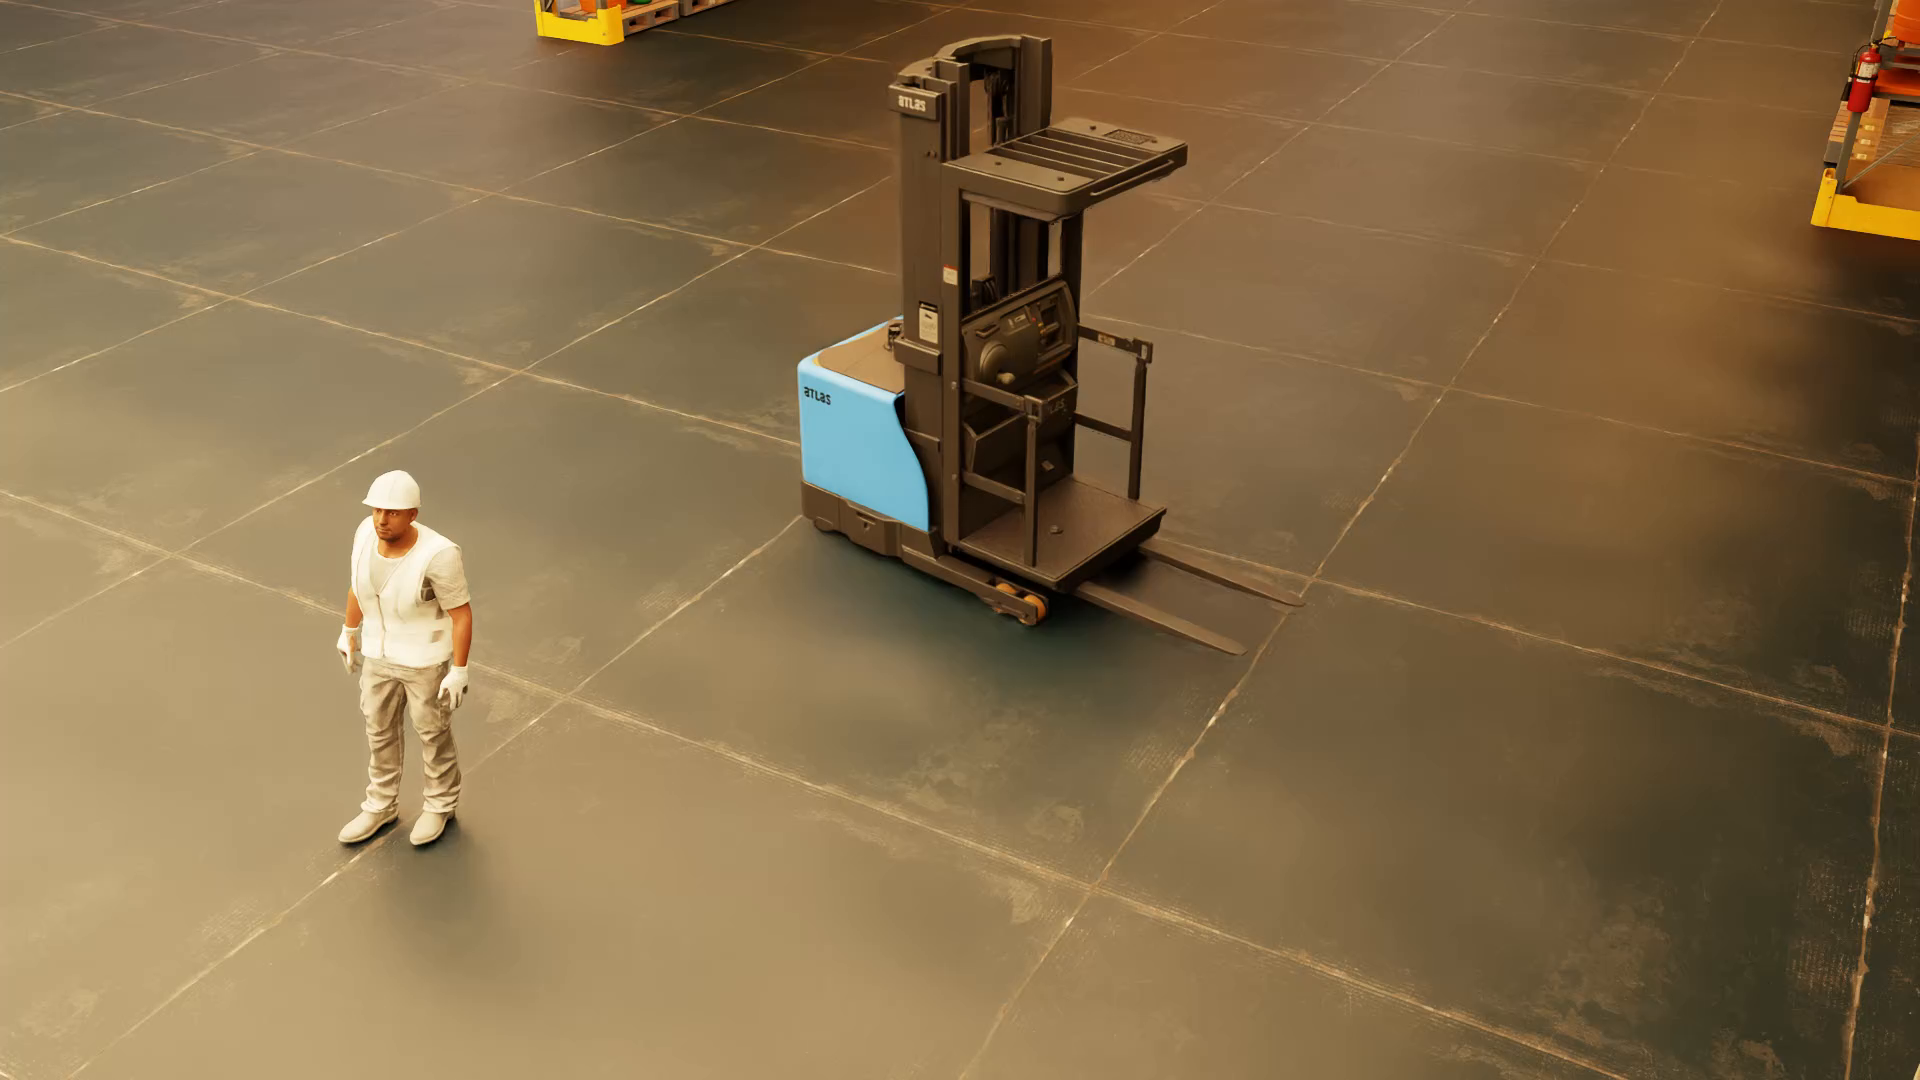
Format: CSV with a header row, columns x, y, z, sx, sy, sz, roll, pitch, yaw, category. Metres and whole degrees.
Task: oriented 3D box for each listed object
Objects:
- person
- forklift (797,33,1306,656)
x,y,z,sx,sy,sz,roll,pitch,yaw,category
-2.457,0.542,7.265,0.656,1.781,0.577,12,32,19,person
0.492,-1.095,8.968,3.031,2.935,1.130,22,37,34,forklift
